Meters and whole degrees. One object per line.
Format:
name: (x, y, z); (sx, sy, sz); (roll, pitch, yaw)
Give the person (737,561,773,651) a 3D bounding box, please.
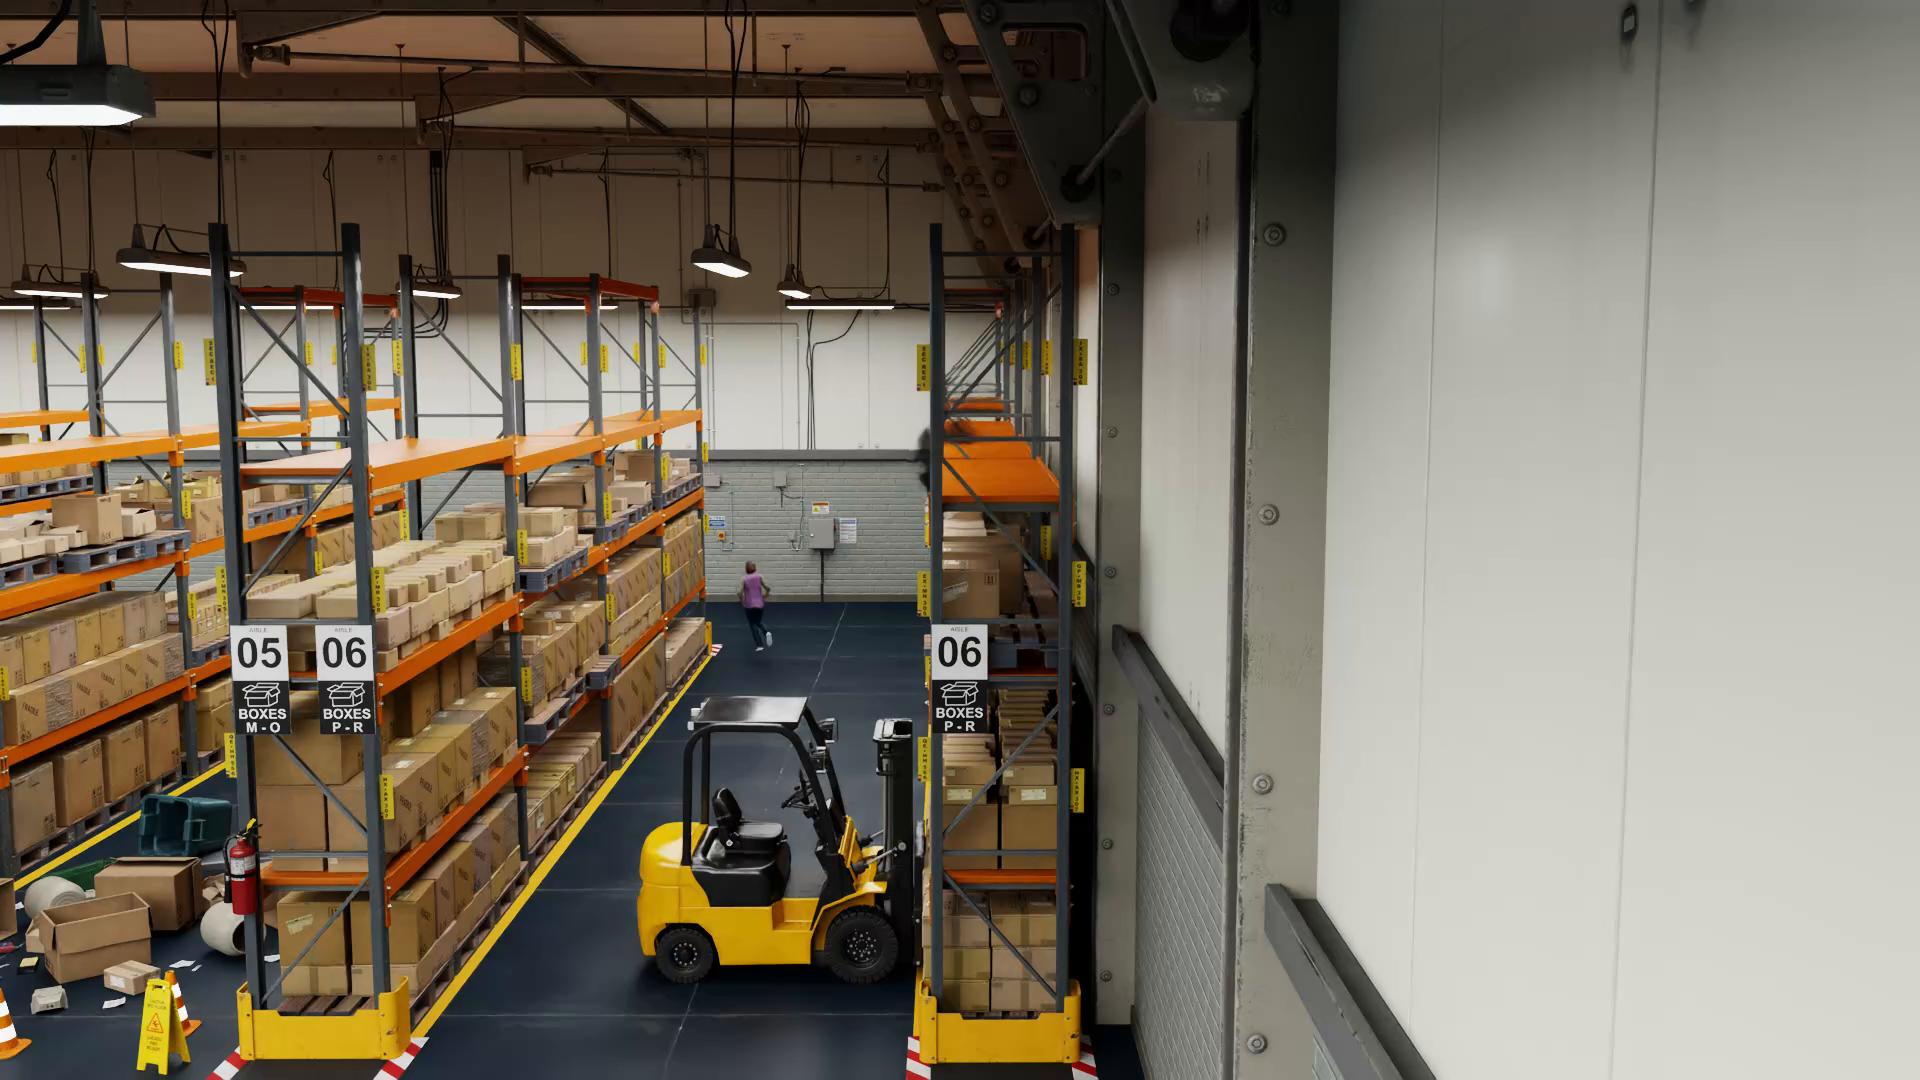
person: (-3.503, 1.133, 28.172); (0.545, 1.573, 0.529); (-3, 8, -27)
